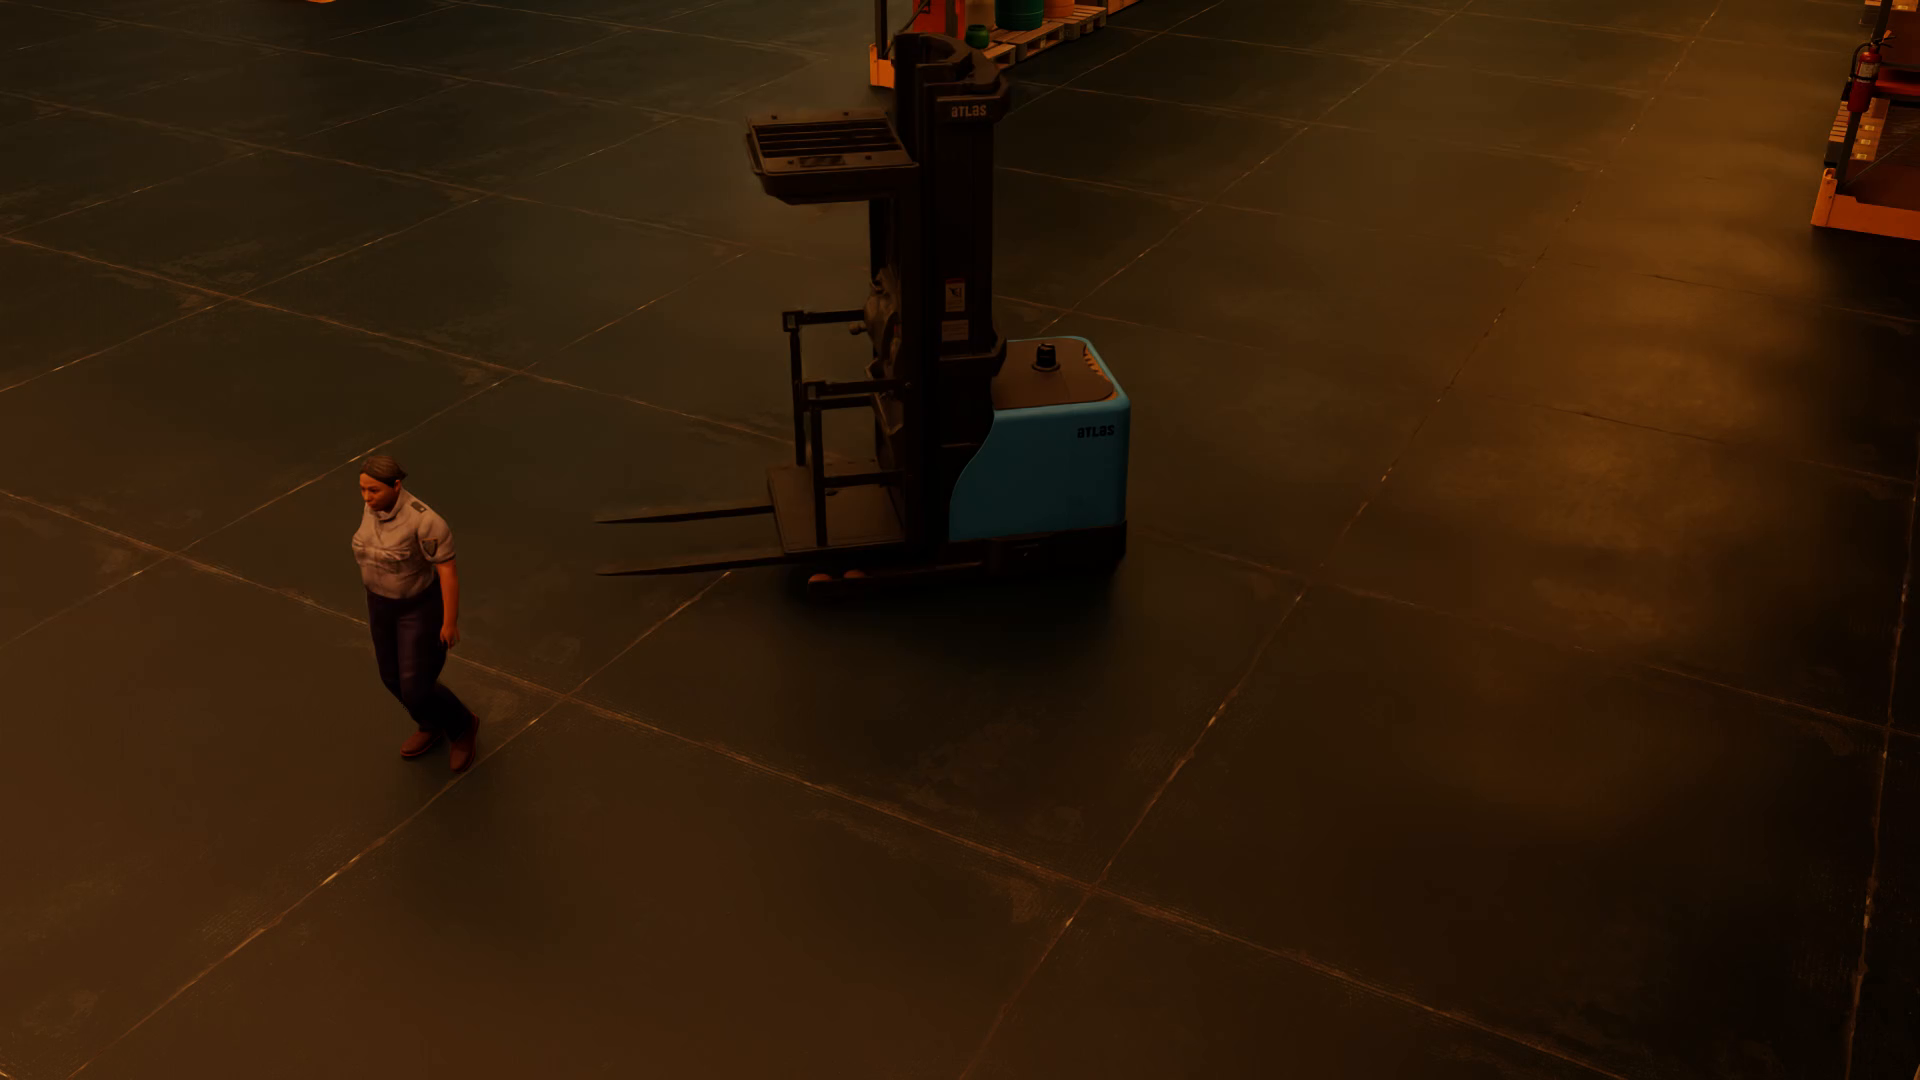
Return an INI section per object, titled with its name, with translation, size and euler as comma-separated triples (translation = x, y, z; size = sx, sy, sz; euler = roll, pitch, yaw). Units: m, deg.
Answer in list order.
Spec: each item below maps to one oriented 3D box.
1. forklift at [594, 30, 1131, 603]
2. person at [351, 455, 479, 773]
[forklift]
translation = -0.606, -1.200, 9.149
size = 3.031, 2.935, 1.130
euler = -6, 30, -10
[person]
translation = -2.601, 0.357, 7.765
size = 0.596, 1.637, 0.465
euler = 15, 33, 24
